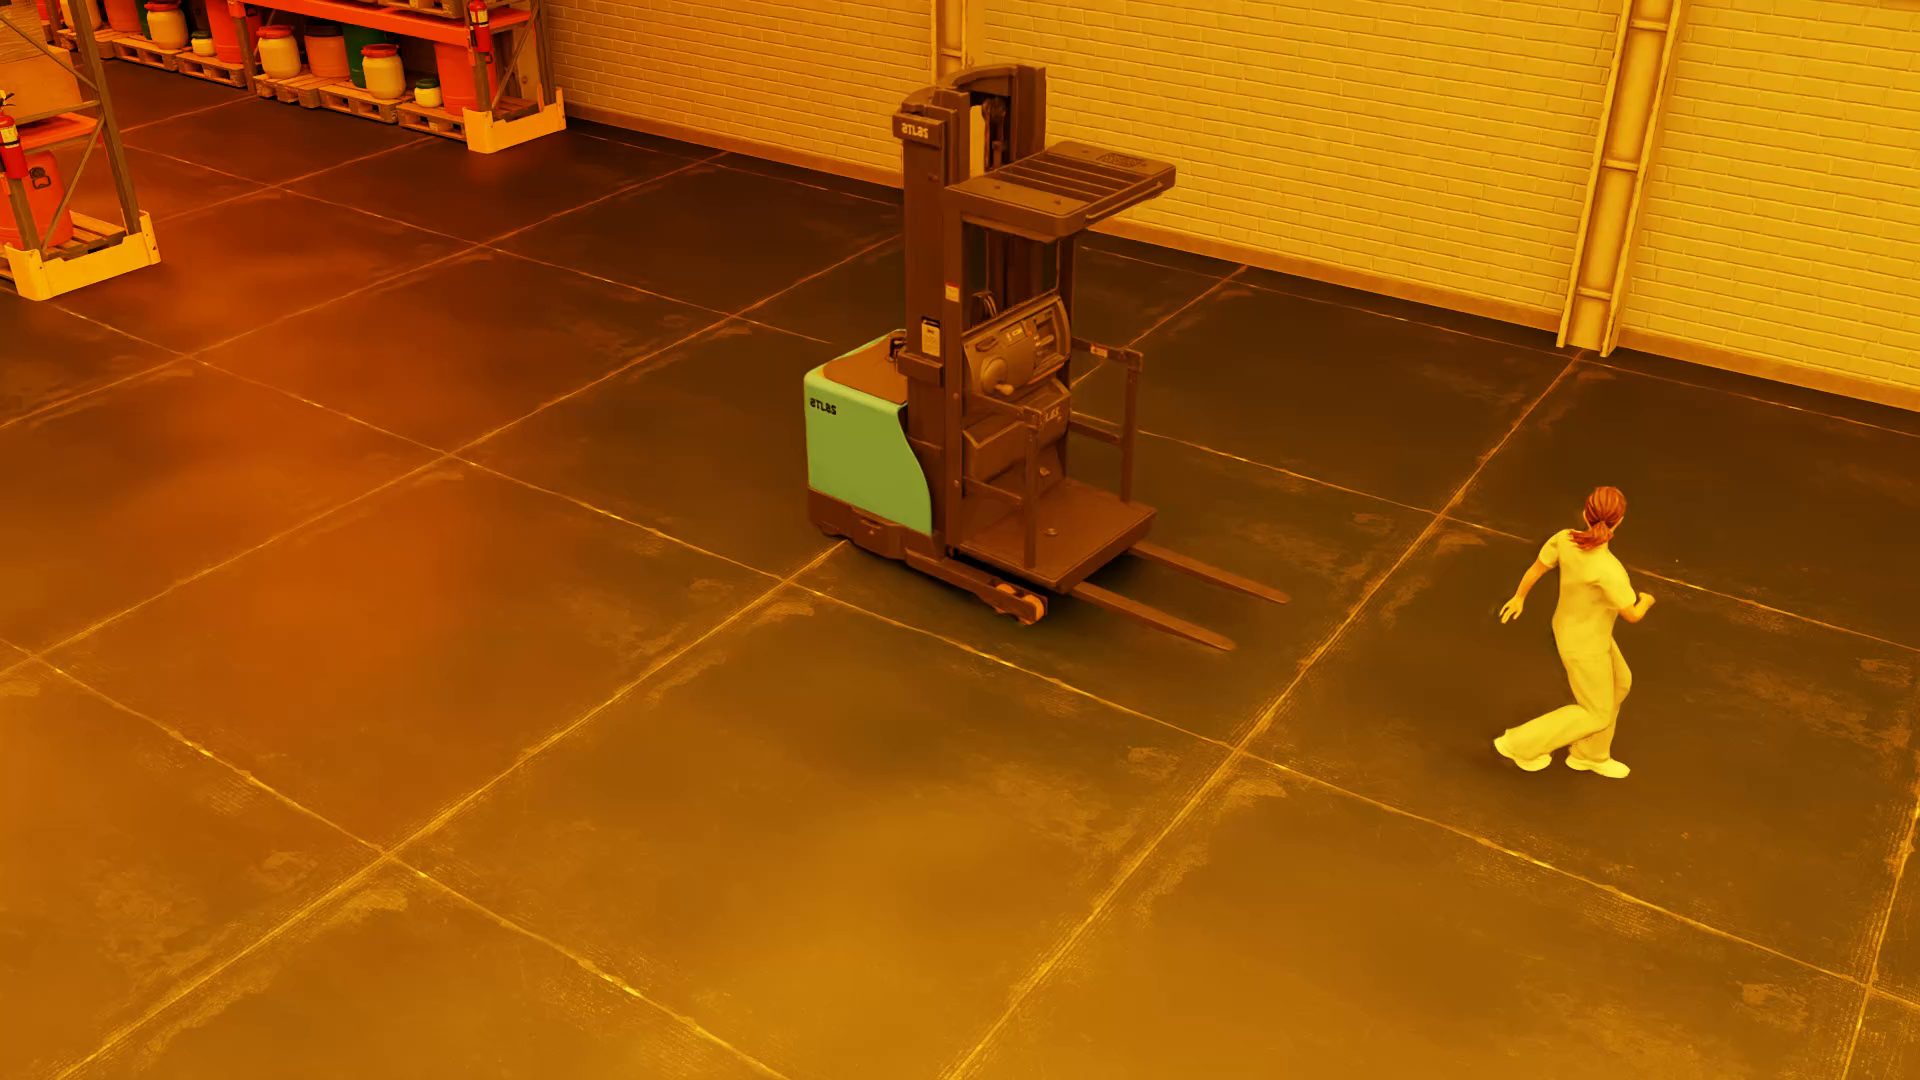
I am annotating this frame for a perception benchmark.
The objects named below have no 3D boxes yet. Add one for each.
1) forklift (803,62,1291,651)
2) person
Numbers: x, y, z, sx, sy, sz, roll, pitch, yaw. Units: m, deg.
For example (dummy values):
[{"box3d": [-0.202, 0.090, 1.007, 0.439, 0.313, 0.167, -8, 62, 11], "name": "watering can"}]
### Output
[{"box3d": [0.495, -1.080, 9.442, 3.031, 2.935, 1.130, 22, 37, 33], "name": "forklift"}, {"box3d": [3.053, 0.454, 8.141, 0.711, 1.604, 0.522, 3, 30, 5], "name": "person"}]
